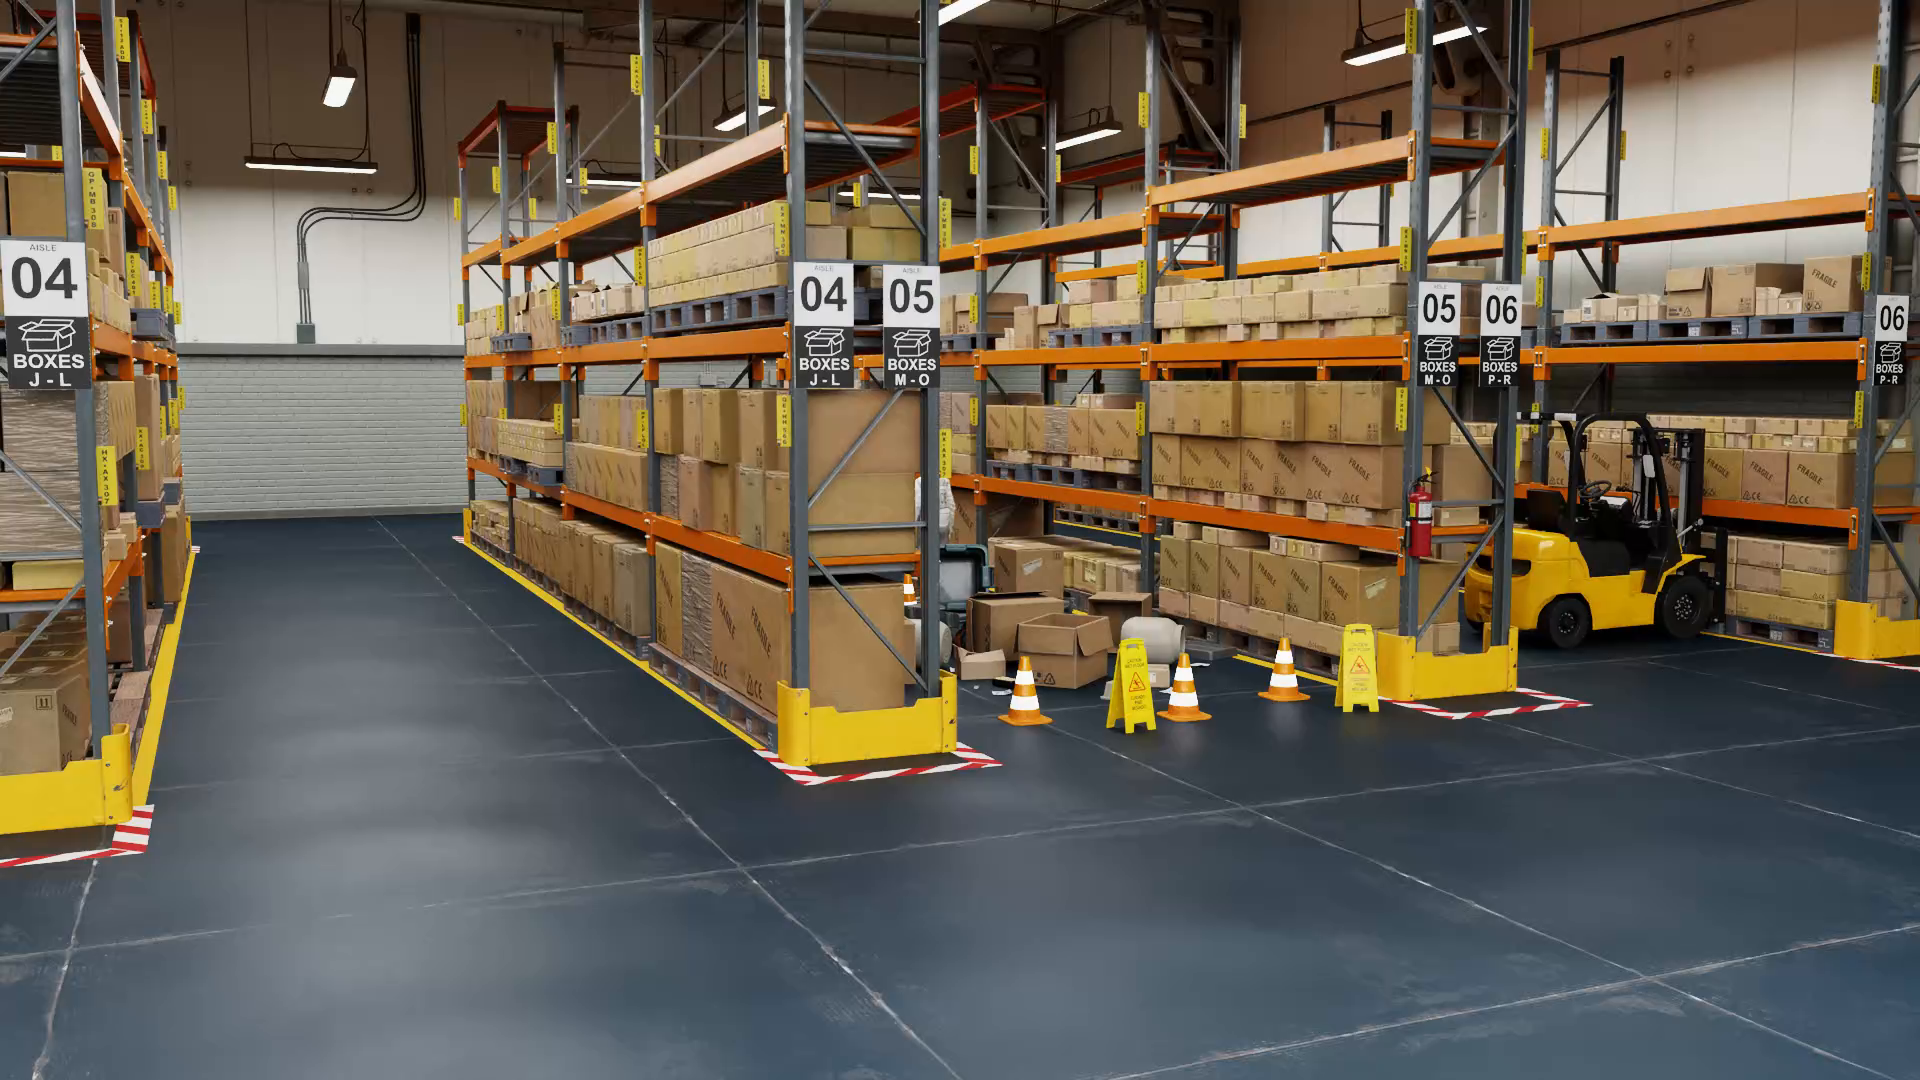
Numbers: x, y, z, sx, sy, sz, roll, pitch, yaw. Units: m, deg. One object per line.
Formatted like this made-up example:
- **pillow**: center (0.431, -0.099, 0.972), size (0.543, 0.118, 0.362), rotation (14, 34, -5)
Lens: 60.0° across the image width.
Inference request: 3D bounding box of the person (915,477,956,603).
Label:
- **person**: center (-0.309, -0.131, 18.354), size (0.536, 1.662, 0.378), rotation (-3, 6, -25)
